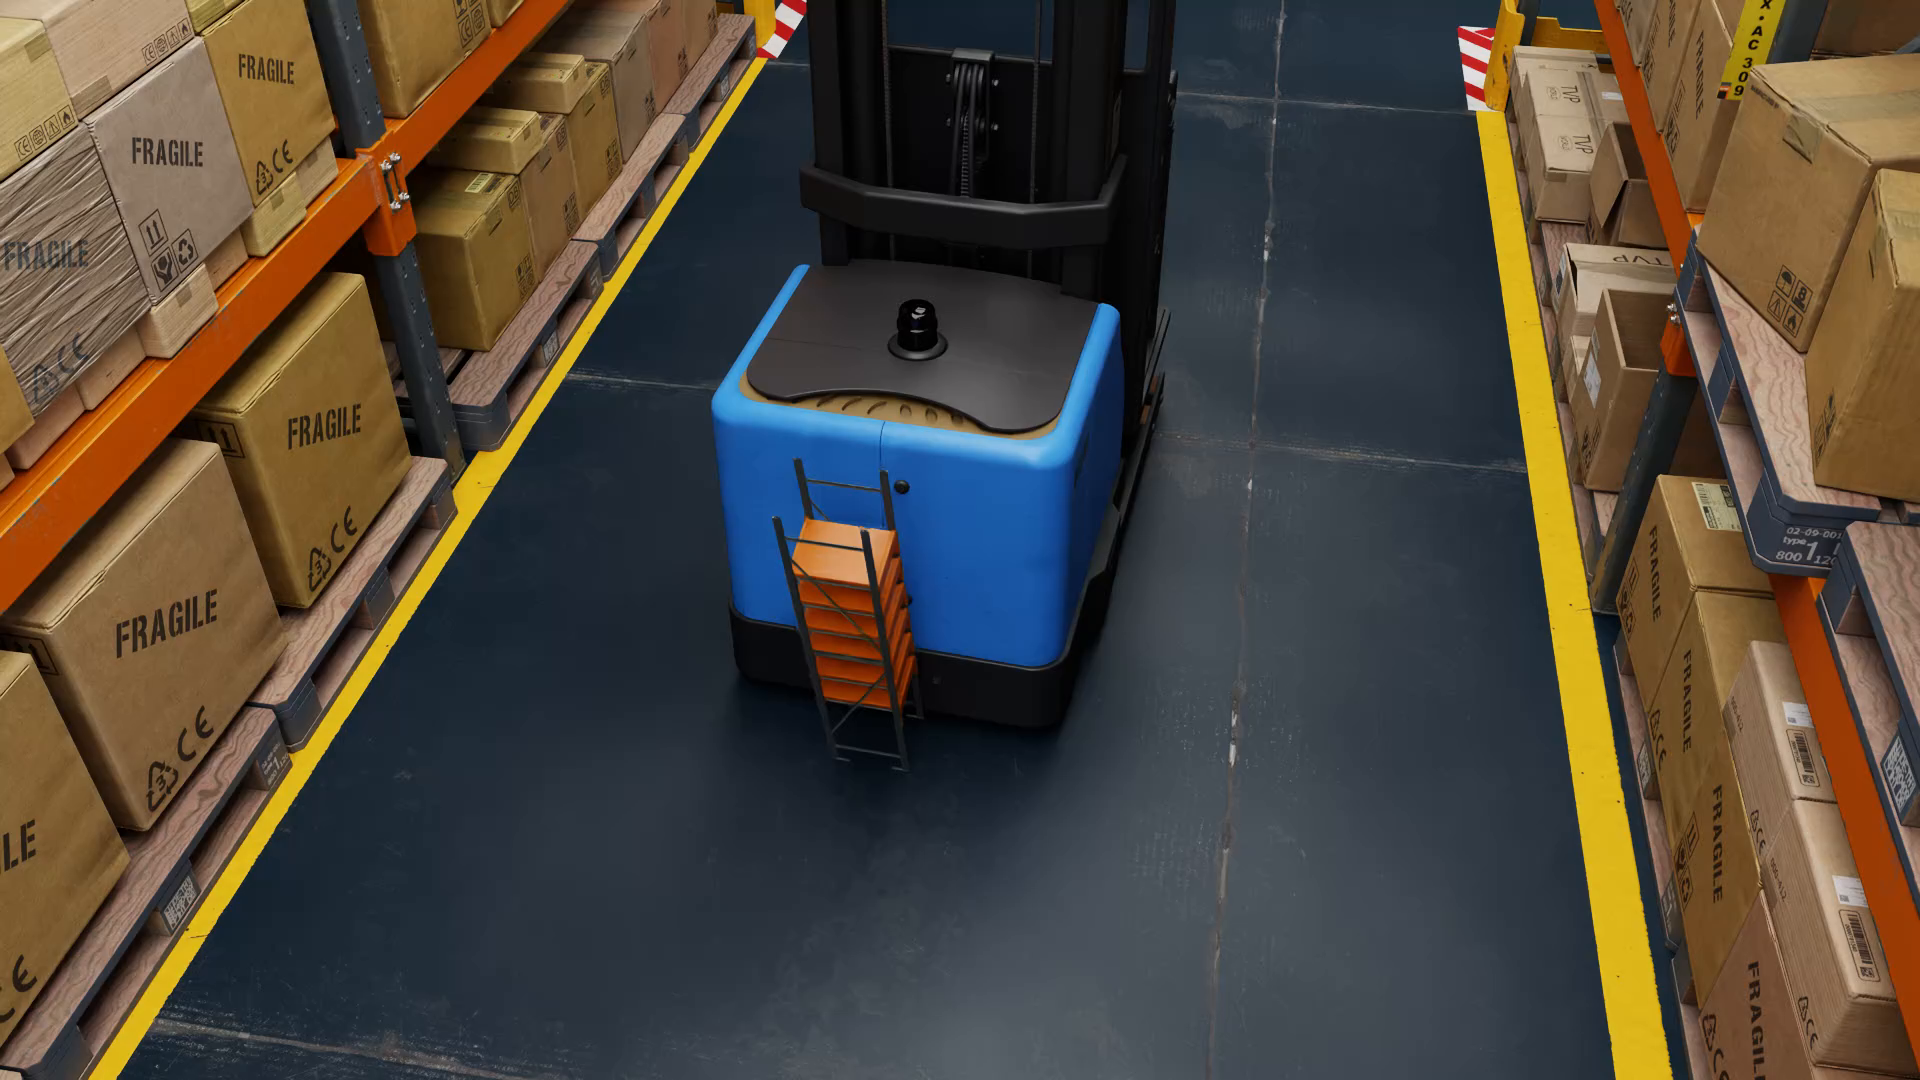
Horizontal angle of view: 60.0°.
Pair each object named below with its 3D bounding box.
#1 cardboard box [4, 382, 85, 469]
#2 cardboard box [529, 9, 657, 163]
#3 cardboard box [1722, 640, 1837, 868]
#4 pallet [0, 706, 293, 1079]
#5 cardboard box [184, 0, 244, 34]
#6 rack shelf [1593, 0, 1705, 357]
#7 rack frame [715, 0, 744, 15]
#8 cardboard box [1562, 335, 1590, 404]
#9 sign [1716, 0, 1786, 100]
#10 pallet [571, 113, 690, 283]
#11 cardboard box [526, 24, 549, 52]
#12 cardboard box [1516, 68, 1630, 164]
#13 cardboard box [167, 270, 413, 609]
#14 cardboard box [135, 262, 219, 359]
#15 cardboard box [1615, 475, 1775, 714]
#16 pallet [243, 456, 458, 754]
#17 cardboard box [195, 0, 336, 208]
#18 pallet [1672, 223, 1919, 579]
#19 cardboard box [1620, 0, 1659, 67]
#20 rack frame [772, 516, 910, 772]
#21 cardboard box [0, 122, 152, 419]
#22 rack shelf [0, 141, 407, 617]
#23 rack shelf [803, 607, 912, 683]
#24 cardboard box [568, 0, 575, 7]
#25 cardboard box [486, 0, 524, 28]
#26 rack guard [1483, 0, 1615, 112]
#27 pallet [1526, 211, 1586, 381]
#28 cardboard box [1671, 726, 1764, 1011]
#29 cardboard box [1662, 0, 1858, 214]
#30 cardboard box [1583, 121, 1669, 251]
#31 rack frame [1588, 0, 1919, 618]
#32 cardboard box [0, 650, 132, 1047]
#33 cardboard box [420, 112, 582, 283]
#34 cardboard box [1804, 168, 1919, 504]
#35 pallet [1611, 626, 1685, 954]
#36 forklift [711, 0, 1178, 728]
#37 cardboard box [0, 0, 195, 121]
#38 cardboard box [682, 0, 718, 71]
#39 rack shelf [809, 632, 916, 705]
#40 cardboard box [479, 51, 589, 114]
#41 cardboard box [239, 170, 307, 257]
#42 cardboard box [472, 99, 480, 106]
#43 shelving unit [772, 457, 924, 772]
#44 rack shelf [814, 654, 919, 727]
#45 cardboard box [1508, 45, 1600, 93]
[{"bbox_3d":[-2.346,-0.314,3.957,0.380,0.149,0.250,5,40,6],"label":"cardboard box"},{"bbox_3d":[-1.806,-2.068,7.529,0.700,0.500,0.500,5,40,6],"label":"cardboard box"},{"bbox_3d":[2.080,0.514,3.802,0.500,0.250,0.500,6,40,8],"label":"cardboard box"},{"bbox_3d":[-2.571,0.896,4.501,1.003,0.211,1.213,6,40,8],"label":"pallet"},{"bbox_3d":[-2.132,-1.568,4.376,0.500,0.250,0.500,7,40,9],"label":"cardboard box"},{"bbox_3d":[2.923,-1.873,6.226,1.077,0.370,4.000,6,40,8],"label":"rack shelf"},{"bbox_3d":[-1.611,-3.949,8.173,1.000,3.000,0.127,6,40,8],"label":"rack frame"},{"bbox_3d":[2.401,-0.597,6.010,0.380,0.149,0.250,6,40,8],"label":"cardboard box"},{"bbox_3d":[2.041,-1.284,4.269,0.100,0.325,0.005,6,40,8],"label":"sign"},{"bbox_3d":[-1.886,-1.601,7.521,1.003,0.211,1.213,6,40,8],"label":"pallet"},{"bbox_3d":[-2.027,-2.252,7.243,0.380,0.149,0.250,7,40,8],"label":"cardboard box"},{"bbox_3d":[2.809,-1.892,7.497,0.500,0.250,0.500,6,40,8],"label":"cardboard box"},{"bbox_3d":[-2.288,-0.350,5.177,0.750,0.750,0.750,7,40,8],"label":"cardboard box"},{"bbox_3d":[-2.180,-0.616,4.322,0.380,0.149,0.250,6,40,8],"label":"cardboard box"},{"bbox_3d":[2.253,0.175,4.800,0.500,0.500,0.500,5,40,6],"label":"cardboard box"},{"bbox_3d":[-2.362,0.128,5.429,1.003,0.211,1.213,6,40,8],"label":"pallet"},{"bbox_3d":[-2.135,-1.282,4.620,0.500,0.500,0.500,6,40,7],"label":"cardboard box"},{"bbox_3d":[2.331,-0.332,3.948,1.003,0.211,1.213,6,40,8],"label":"pallet"},{"bbox_3d":[2.585,-1.922,5.642,0.500,0.500,0.500,7,40,9],"label":"cardboard box"},{"bbox_3d":[-0.300,0.315,4.456,0.240,1.200,0.006,8,55,10],"label":"rack frame"},{"bbox_3d":[-2.309,-0.647,3.851,0.500,0.500,0.500,6,40,8],"label":"cardboard box"},{"bbox_3d":[-2.649,0.093,3.848,1.077,0.370,4.000,6,40,8],"label":"rack shelf"},{"bbox_3d":[-0.277,0.268,4.544,0.258,0.103,0.180,8,55,10],"label":"rack shelf"},{"bbox_3d":[-1.940,-2.573,7.631,0.380,0.149,0.250,7,40,8],"label":"cardboard box"},{"bbox_3d":[-2.061,-2.351,6.004,0.980,0.700,0.700,5,40,7],"label":"cardboard box"},{"bbox_3d":[3.256,-2.395,8.254,1.175,0.500,0.348,6,40,8],"label":"rack guard"},{"bbox_3d":[2.905,-1.019,6.817,1.003,0.211,1.213,6,40,8],"label":"pallet"},{"bbox_3d":[2.078,0.824,4.016,0.500,0.500,0.500,7,40,8],"label":"cardboard box"},{"bbox_3d":[2.410,-1.276,4.861,0.500,0.500,0.500,7,40,8],"label":"cardboard box"},{"bbox_3d":[2.897,-1.282,6.561,0.797,0.503,0.637,6,40,8],"label":"cardboard box"},{"bbox_3d":[2.576,-0.895,4.479,1.000,3.000,0.127,6,40,8],"label":"rack frame"},{"bbox_3d":[-2.581,0.742,3.856,0.750,0.750,0.750,6,40,7],"label":"cardboard box"},{"bbox_3d":[-1.983,-1.411,6.734,0.700,0.500,0.500,6,40,7],"label":"cardboard box"},{"bbox_3d":[2.218,-0.384,3.453,0.700,0.500,0.500,12,41,15],"label":"cardboard box"},{"bbox_3d":[2.473,0.694,4.745,1.003,0.211,1.213,6,40,8],"label":"pallet"},{"bbox_3d":[0.152,-1.516,5.283,1.130,2.935,3.031,9,40,11],"label":"forklift"},{"bbox_3d":[-2.230,-1.248,3.989,0.500,0.250,0.500,7,40,9],"label":"cardboard box"},{"bbox_3d":[-1.634,-2.698,8.291,0.700,0.500,0.500,6,40,8],"label":"cardboard box"},{"bbox_3d":[-0.270,0.339,4.641,0.258,0.103,0.180,8,55,10],"label":"rack shelf"},{"bbox_3d":[-1.744,-1.868,6.778,0.380,0.149,0.250,5,40,6],"label":"cardboard box"},{"bbox_3d":[-2.103,-0.946,4.721,0.380,0.149,0.250,7,40,8],"label":"cardboard box"},{"bbox_3d":[-2.159,-1.773,6.663,0.380,0.149,0.250,5,40,6],"label":"cardboard box"},{"bbox_3d":[-0.280,0.242,4.508,0.258,1.200,0.189,8,55,10],"label":"shelving unit"},{"bbox_3d":[-0.264,0.409,4.738,0.258,0.103,0.180,8,55,10],"label":"rack shelf"},{"bbox_3d":[2.858,-2.252,8.011,0.380,0.149,0.250,6,40,8],"label":"cardboard box"}]
